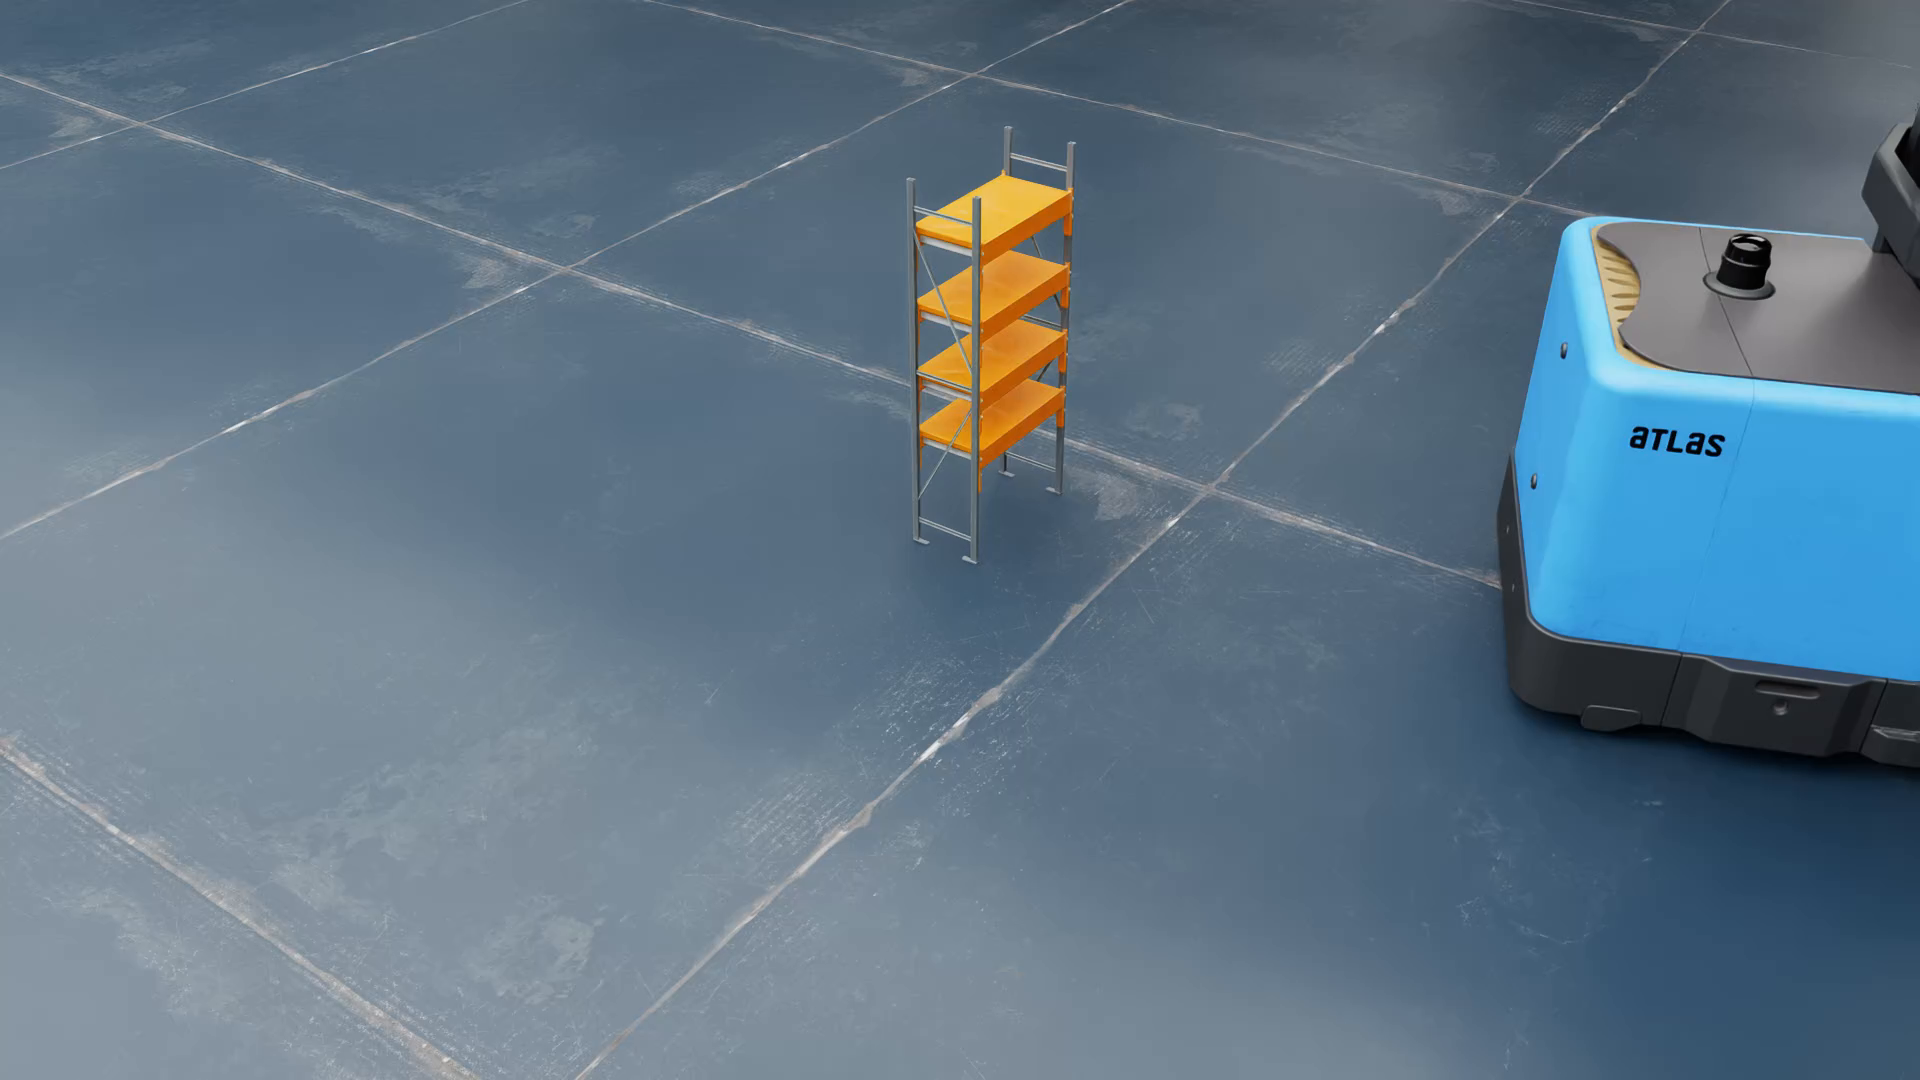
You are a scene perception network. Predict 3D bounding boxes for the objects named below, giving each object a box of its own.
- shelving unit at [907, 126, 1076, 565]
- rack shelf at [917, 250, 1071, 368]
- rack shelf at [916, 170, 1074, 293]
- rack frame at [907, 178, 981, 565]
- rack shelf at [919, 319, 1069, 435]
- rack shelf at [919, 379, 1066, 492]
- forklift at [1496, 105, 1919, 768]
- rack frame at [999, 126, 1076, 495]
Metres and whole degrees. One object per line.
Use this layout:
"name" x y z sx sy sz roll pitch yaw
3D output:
"shelving unit" 0.094 -0.573 5.027 0.258 1.200 0.503 21 39 28
"rack shelf" 0.094 -0.703 4.939 0.258 0.148 0.480 21 39 28
"rack shelf" 0.094 -0.899 4.806 0.258 0.148 0.480 21 39 28
"rack frame" -0.045 -0.461 4.860 0.240 1.200 0.015 21 39 28
"rack shelf" 0.094 -0.517 5.064 0.258 0.148 0.480 21 39 28
"rack shelf" 0.094 -0.353 5.175 0.258 0.148 0.480 21 39 28
"forklift" 3.072 -0.809 3.830 3.031 2.935 1.130 7 35 10
"rack frame" 0.234 -0.685 5.193 0.240 1.200 0.015 21 39 28
